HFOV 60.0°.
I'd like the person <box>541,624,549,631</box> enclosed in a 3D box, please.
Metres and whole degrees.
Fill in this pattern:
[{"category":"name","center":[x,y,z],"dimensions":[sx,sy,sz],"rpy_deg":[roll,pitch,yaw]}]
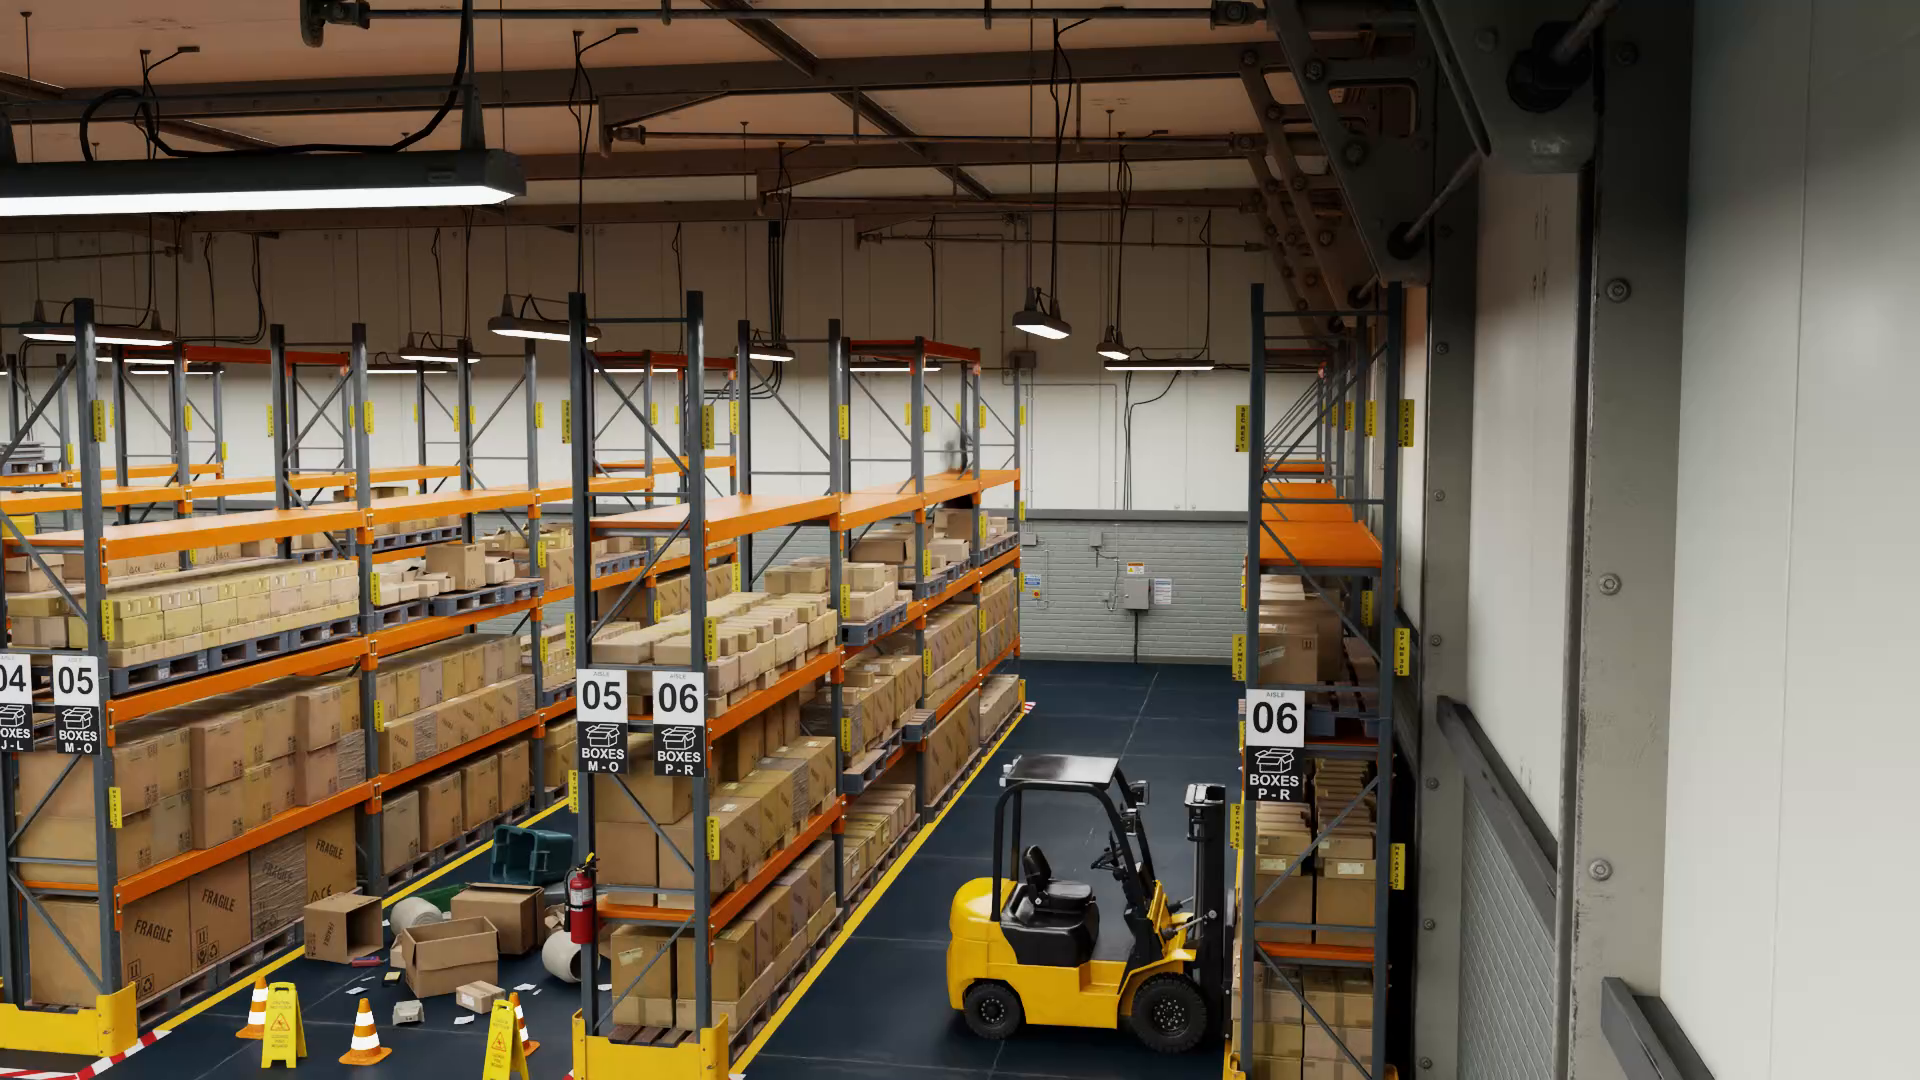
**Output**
[{"category":"person","center":[-6.689,2.185,26.610],"dimensions":[0.667,1.681,0.595],"rpy_deg":[1,5,9]}]
